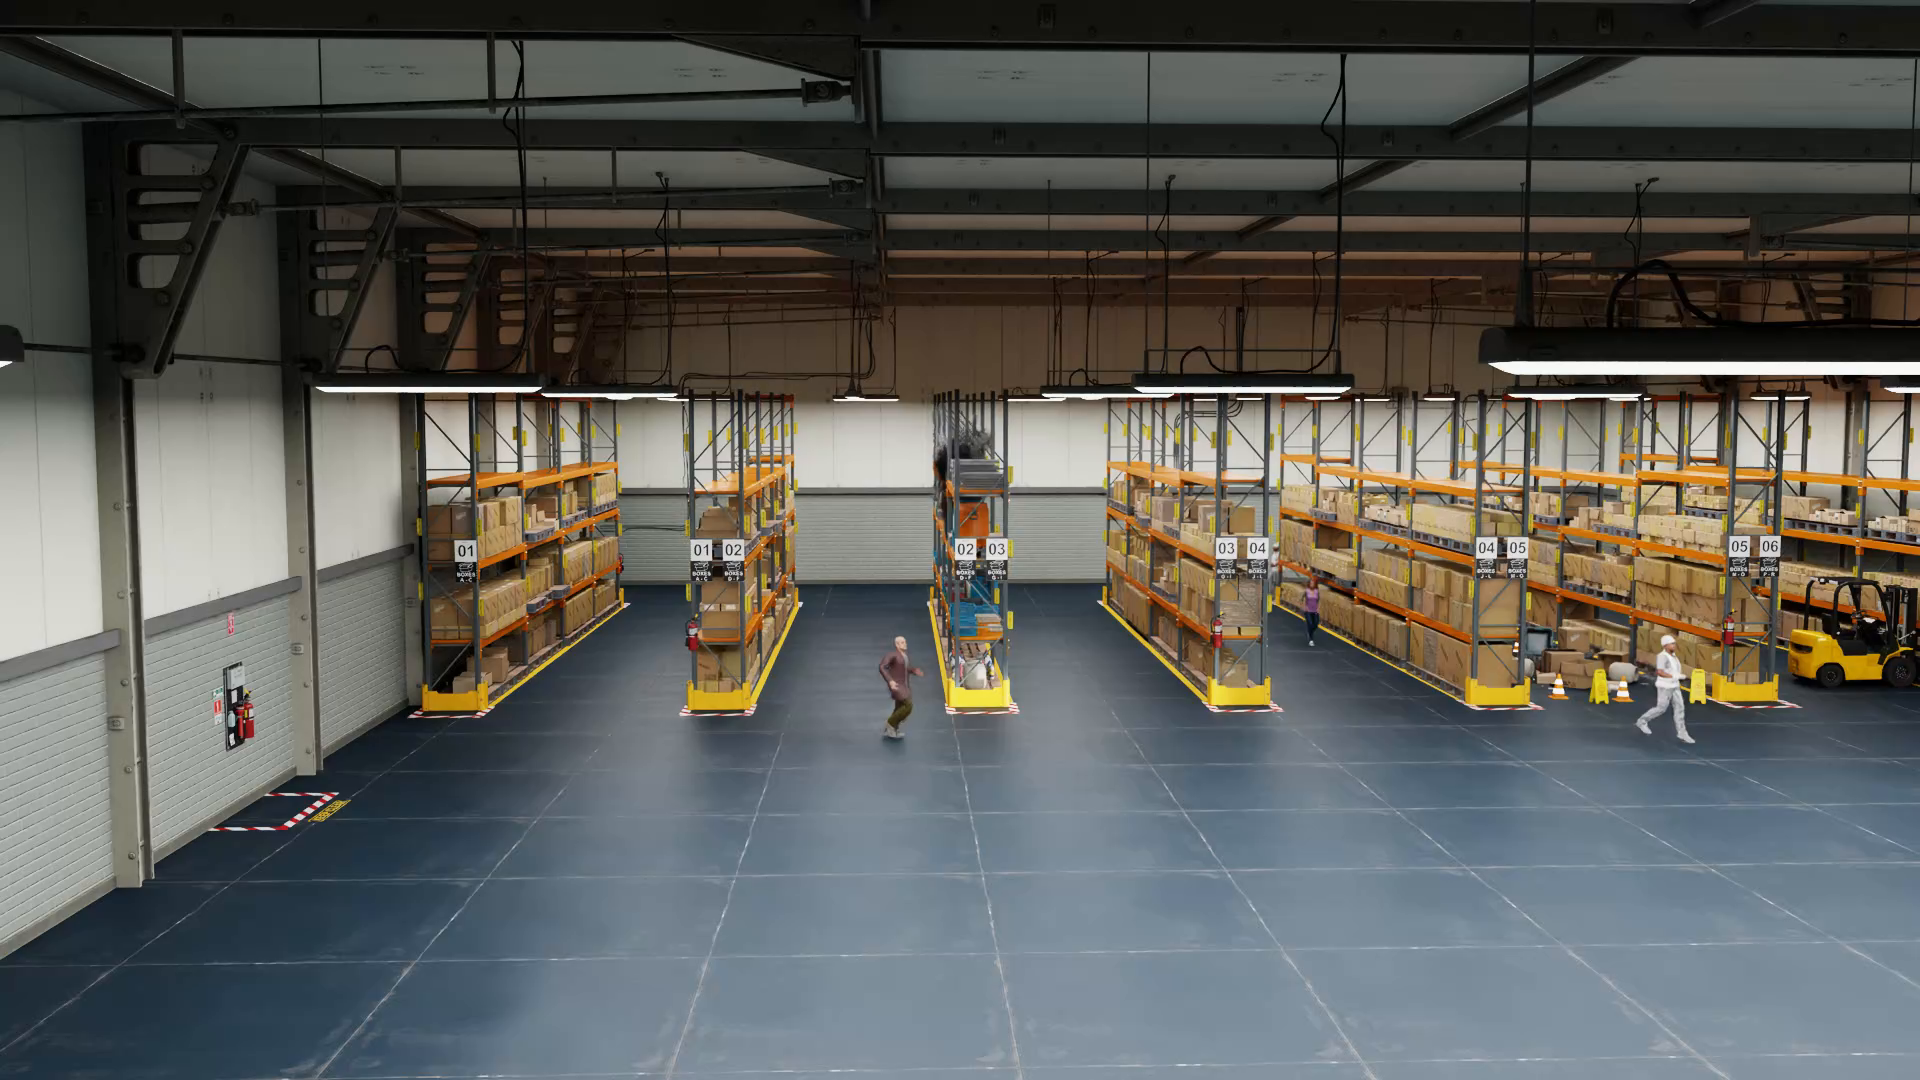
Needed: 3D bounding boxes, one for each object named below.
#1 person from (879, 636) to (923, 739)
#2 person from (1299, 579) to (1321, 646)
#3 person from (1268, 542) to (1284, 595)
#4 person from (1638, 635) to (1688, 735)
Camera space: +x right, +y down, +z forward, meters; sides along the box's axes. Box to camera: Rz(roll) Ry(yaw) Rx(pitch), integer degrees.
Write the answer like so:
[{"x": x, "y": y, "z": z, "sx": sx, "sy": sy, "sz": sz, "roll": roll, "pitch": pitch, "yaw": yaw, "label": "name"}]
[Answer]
[{"x": -0.983, "y": 2.521, "z": 28.488, "sx": 0.683, "sy": 1.750, "sz": 0.684, "roll": 2, "pitch": 5, "yaw": 24, "label": "person"}, {"x": 8.346, "y": 1.716, "z": 39.658, "sx": 0.549, "sy": 1.572, "sz": 0.542, "roll": 0, "pitch": 5, "yaw": -3, "label": "person"}, {"x": 9.433, "y": 0.845, "z": 48.962, "sx": 0.733, "sy": 1.622, "sz": 0.740, "roll": 0, "pitch": 5, "yaw": -1, "label": "person"}, {"x": 11.995, "y": 2.465, "z": 28.313, "sx": 0.690, "sy": 1.702, "sz": 0.813, "roll": -5, "pitch": 7, "yaw": -45, "label": "person"}]
